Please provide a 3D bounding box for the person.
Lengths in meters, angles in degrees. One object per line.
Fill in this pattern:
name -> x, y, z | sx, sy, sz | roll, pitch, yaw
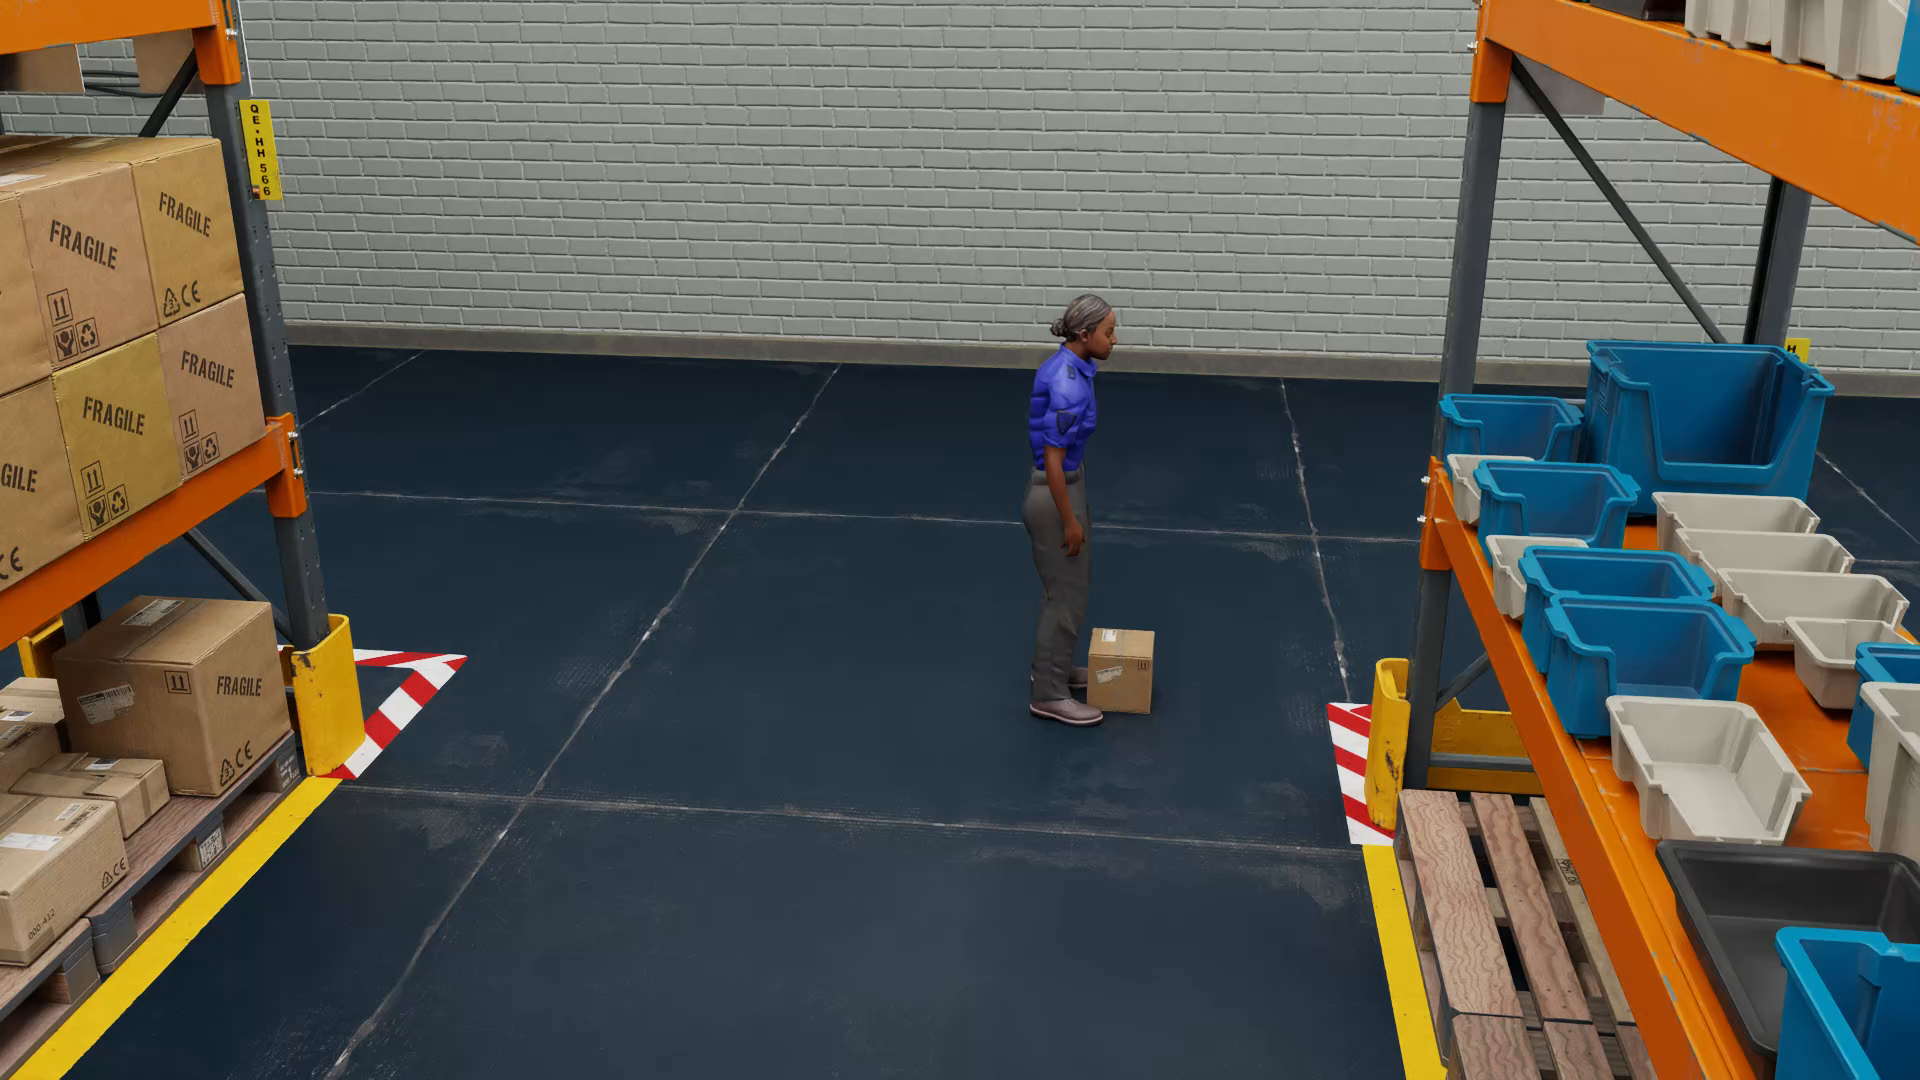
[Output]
person -> 0.414, -0.134, 6.434 | 0.346, 1.655, 0.505 | 3, 21, 7
